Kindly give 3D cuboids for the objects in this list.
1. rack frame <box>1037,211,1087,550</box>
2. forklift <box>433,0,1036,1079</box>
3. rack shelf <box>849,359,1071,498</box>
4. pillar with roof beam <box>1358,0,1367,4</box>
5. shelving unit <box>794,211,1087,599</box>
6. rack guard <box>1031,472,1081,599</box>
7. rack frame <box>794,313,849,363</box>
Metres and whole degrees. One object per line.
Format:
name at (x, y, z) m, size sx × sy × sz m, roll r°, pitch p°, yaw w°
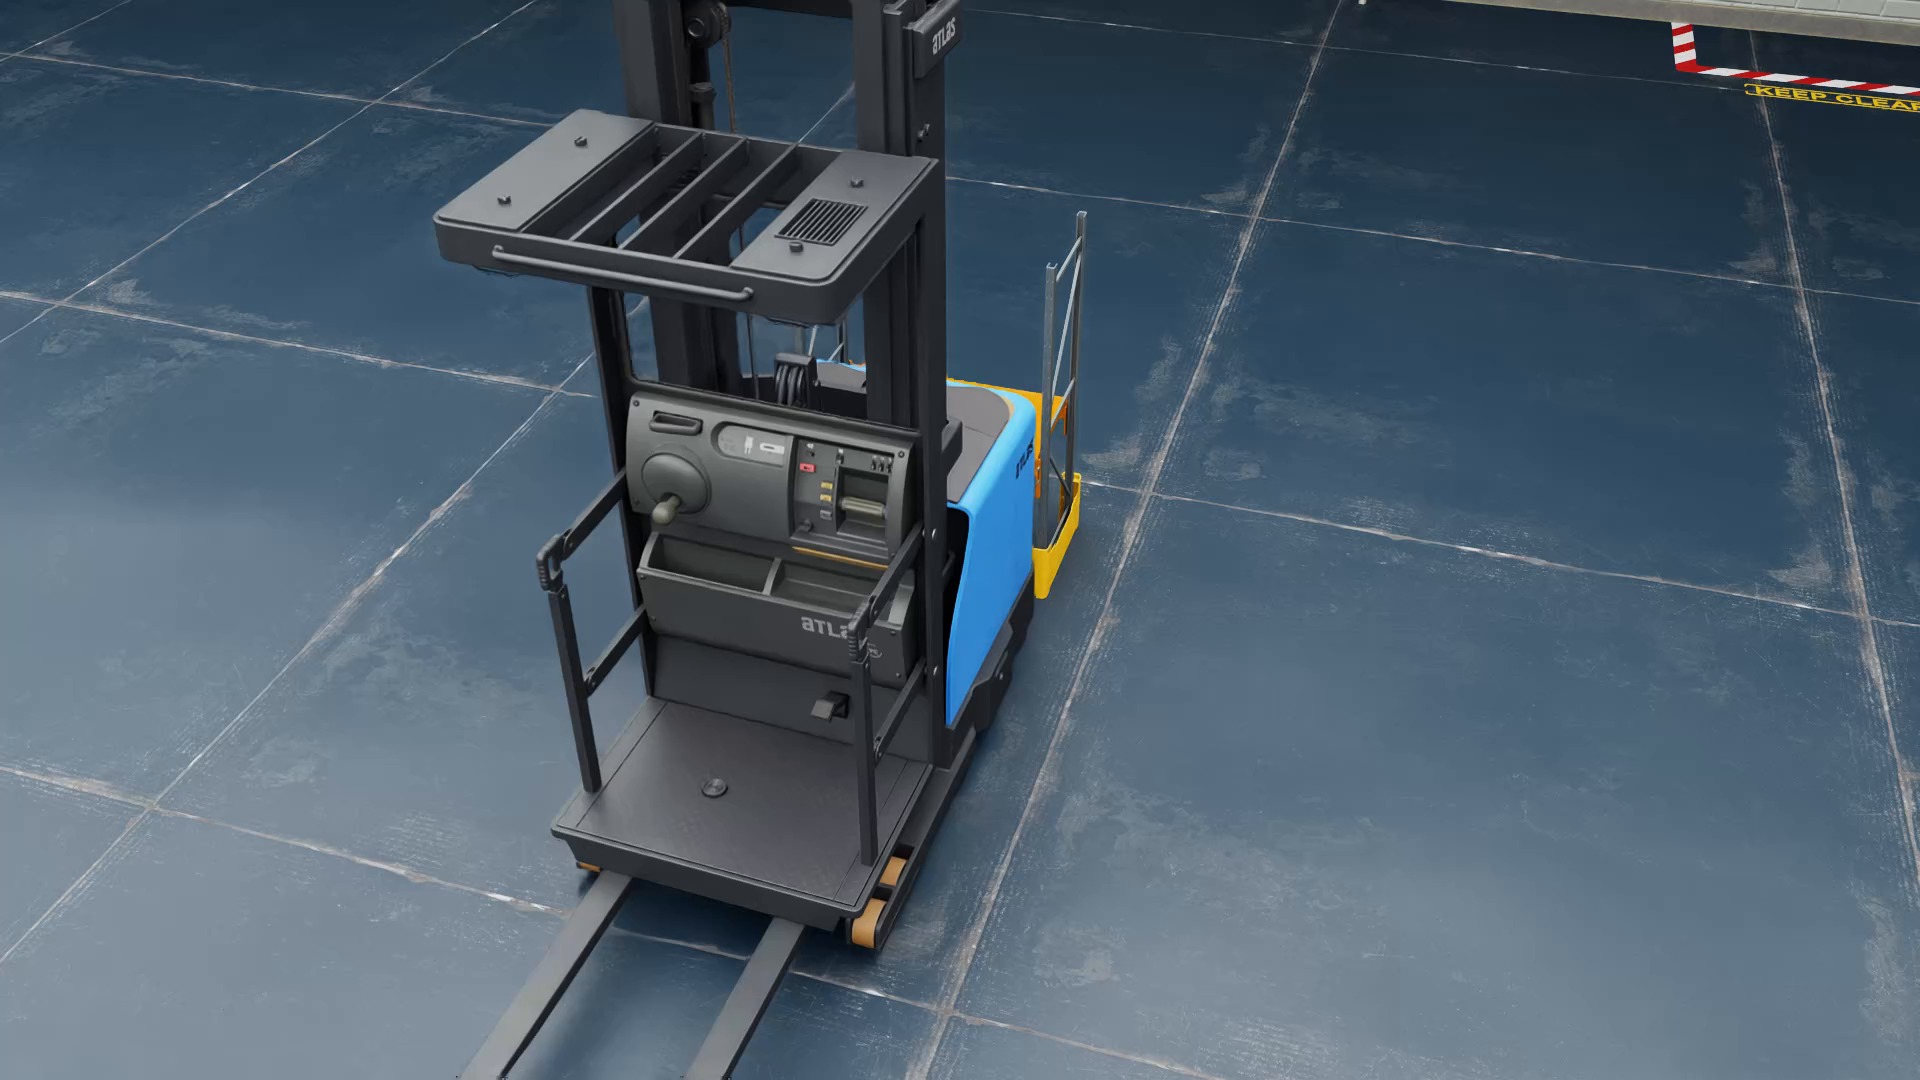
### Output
rack frame at (0.404, -0.529, 6.704) m, size 0.032 × 1.500 × 0.500 m, roll 10°, pitch 38°, yaw 14°
forklift at (-0.666, -0.122, 4.943) m, size 1.130 × 2.935 × 3.031 m, roll 12°, pitch 38°, yaw 15°
rack shelf at (-0.081, -0.474, 6.933) m, size 1.000 × 0.185 × 0.538 m, roll 10°, pitch 38°, yaw 14°
pillar with roof beam at (1.719, -5.466, 7.085) m, size 0.400 × 9.000 × 9.100 m, roll 10°, pitch 38°, yaw 14°
shelving unit at (-0.073, -0.618, 6.824) m, size 1.083 × 1.500 × 0.587 m, roll 10°, pitch 38°, yaw 14°
rack guard at (0.403, -0.026, 7.075) m, size 0.087 × 0.250 × 0.587 m, roll 10°, pitch 38°, yaw 14°
rack frame at (-0.567, -0.709, 6.948) m, size 0.032 × 1.500 × 0.500 m, roll 10°, pitch 38°, yaw 14°
